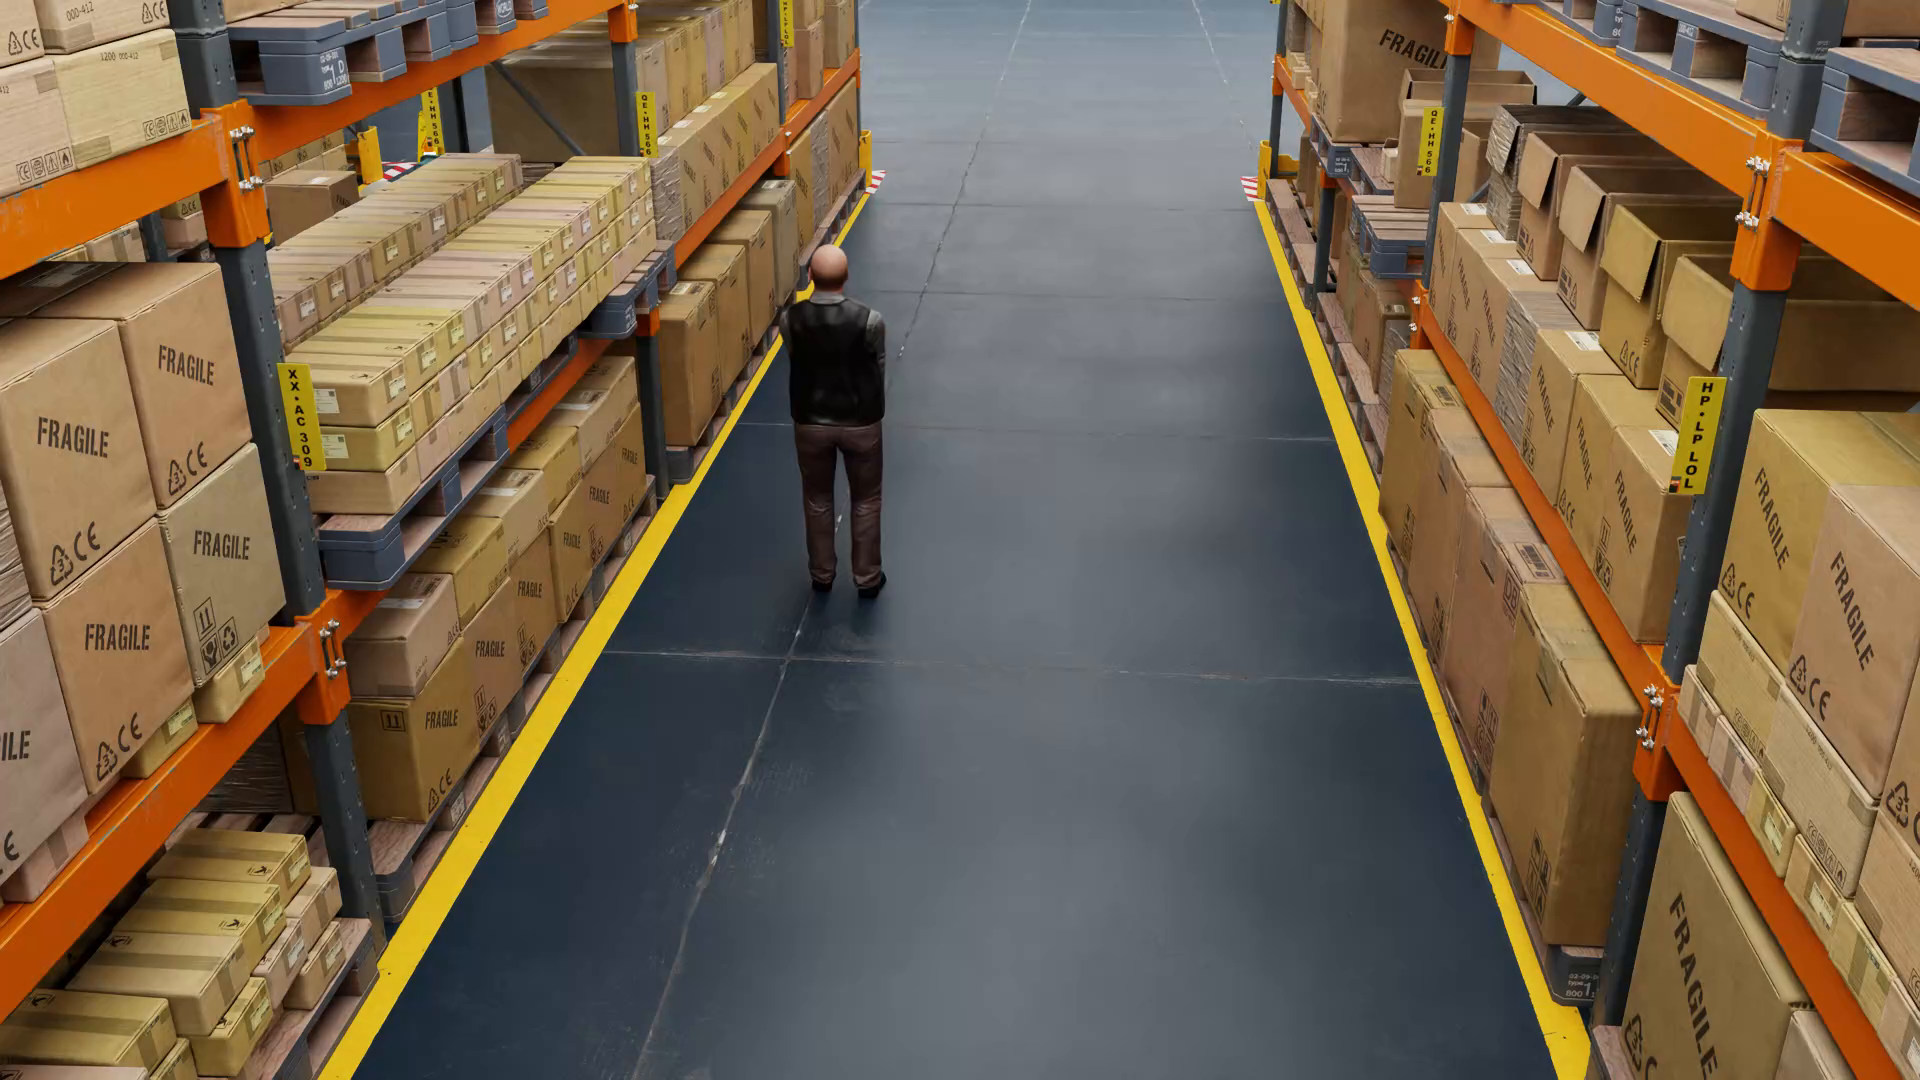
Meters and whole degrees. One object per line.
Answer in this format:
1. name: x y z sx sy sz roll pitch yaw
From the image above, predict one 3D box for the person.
1. person: -0.584 -0.579 7.924 0.495 1.718 0.560 2 24 4
